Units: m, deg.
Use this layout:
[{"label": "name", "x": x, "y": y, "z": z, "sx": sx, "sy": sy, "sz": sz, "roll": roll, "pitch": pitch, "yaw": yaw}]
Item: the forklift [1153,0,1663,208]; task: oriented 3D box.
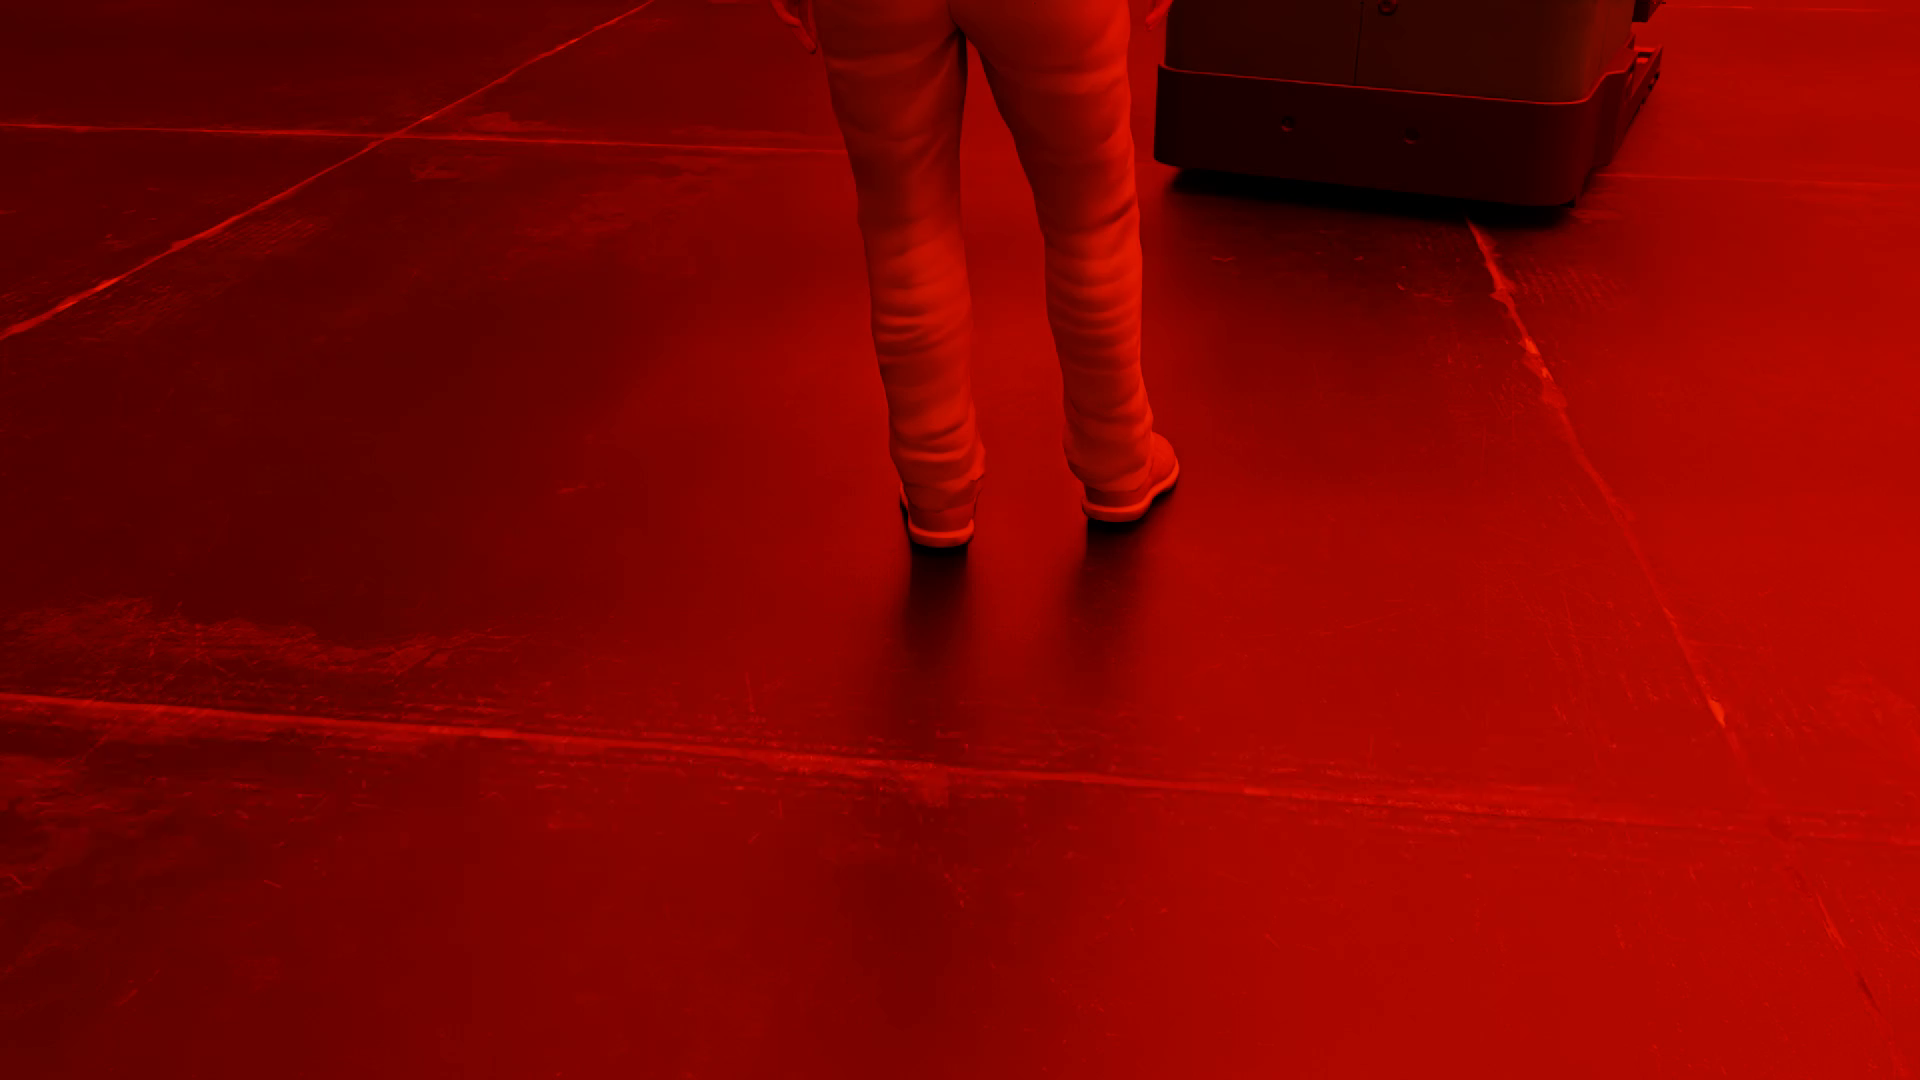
[{"label": "forklift", "x": 1.604, "y": -2.725, "z": 4.679, "sx": 1.130, "sy": 2.935, "sz": 3.031, "roll": 12, "pitch": 29, "yaw": 23}]

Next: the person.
[{"label": "person", "x": 0.032, "y": -0.785, "z": 2.190, "sx": 0.599, "sy": 1.670, "sz": 0.529, "roll": 3, "pitch": 27, "yaw": 7}]
